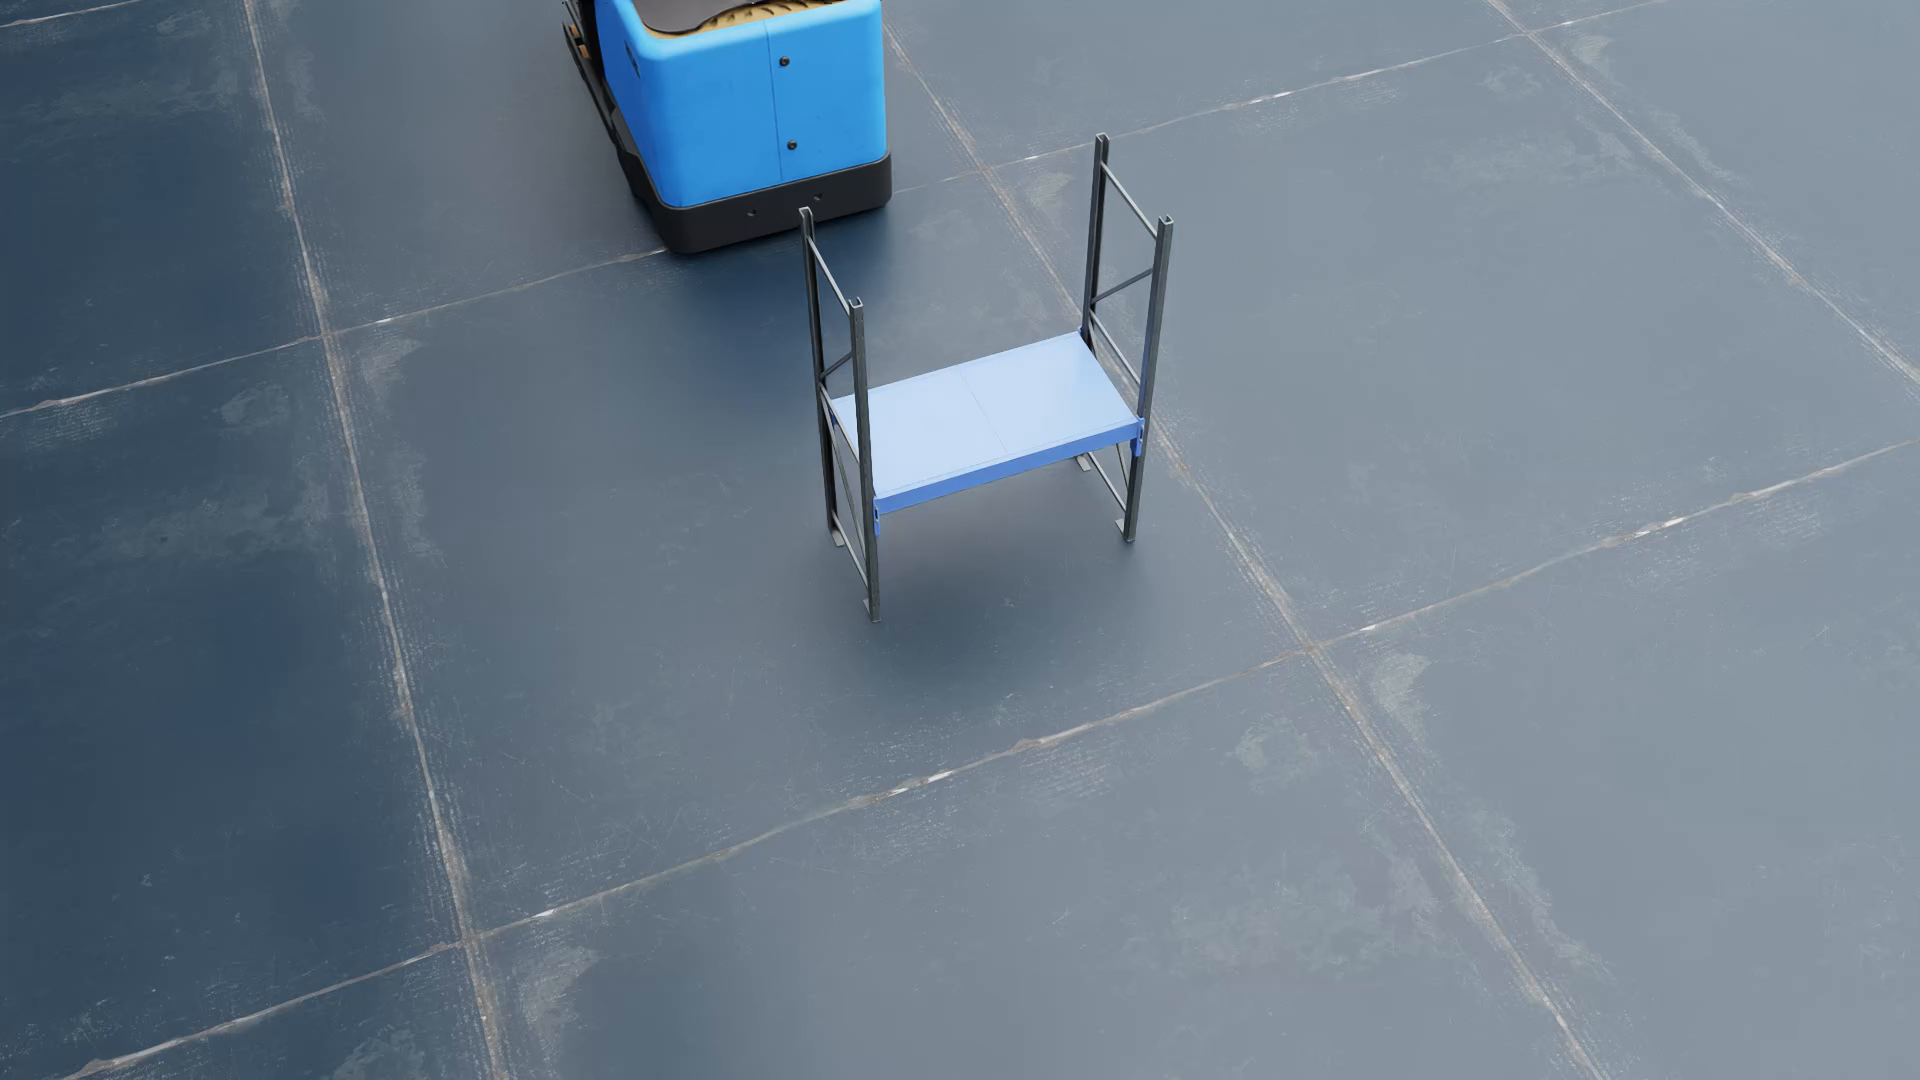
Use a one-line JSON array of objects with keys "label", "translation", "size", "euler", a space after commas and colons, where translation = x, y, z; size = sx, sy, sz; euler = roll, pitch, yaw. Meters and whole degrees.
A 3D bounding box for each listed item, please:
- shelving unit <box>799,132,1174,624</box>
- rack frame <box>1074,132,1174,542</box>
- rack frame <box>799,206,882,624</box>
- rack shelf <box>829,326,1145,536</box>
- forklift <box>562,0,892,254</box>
[{"label": "shelving unit", "translation": [0.079, -0.513, 5.702], "size": [1.048, 1.500, 0.538], "euler": [-17, 52, -14]}, {"label": "rack frame", "translation": [0.550, -0.659, 5.827], "size": [0.032, 1.500, 0.500], "euler": [-17, 52, -14]}, {"label": "rack frame", "translation": [-0.392, -0.367, 5.577], "size": [0.032, 1.500, 0.500], "euler": [-17, 52, -14]}, {"label": "rack shelf", "translation": [0.079, -0.396, 5.839], "size": [1.000, 0.185, 0.538], "euler": [-17, 52, -14]}, {"label": "forklift", "translation": [-1.326, -3.341, 7.187], "size": [1.130, 2.935, 3.031], "euler": [-17, 51, -14]}]
